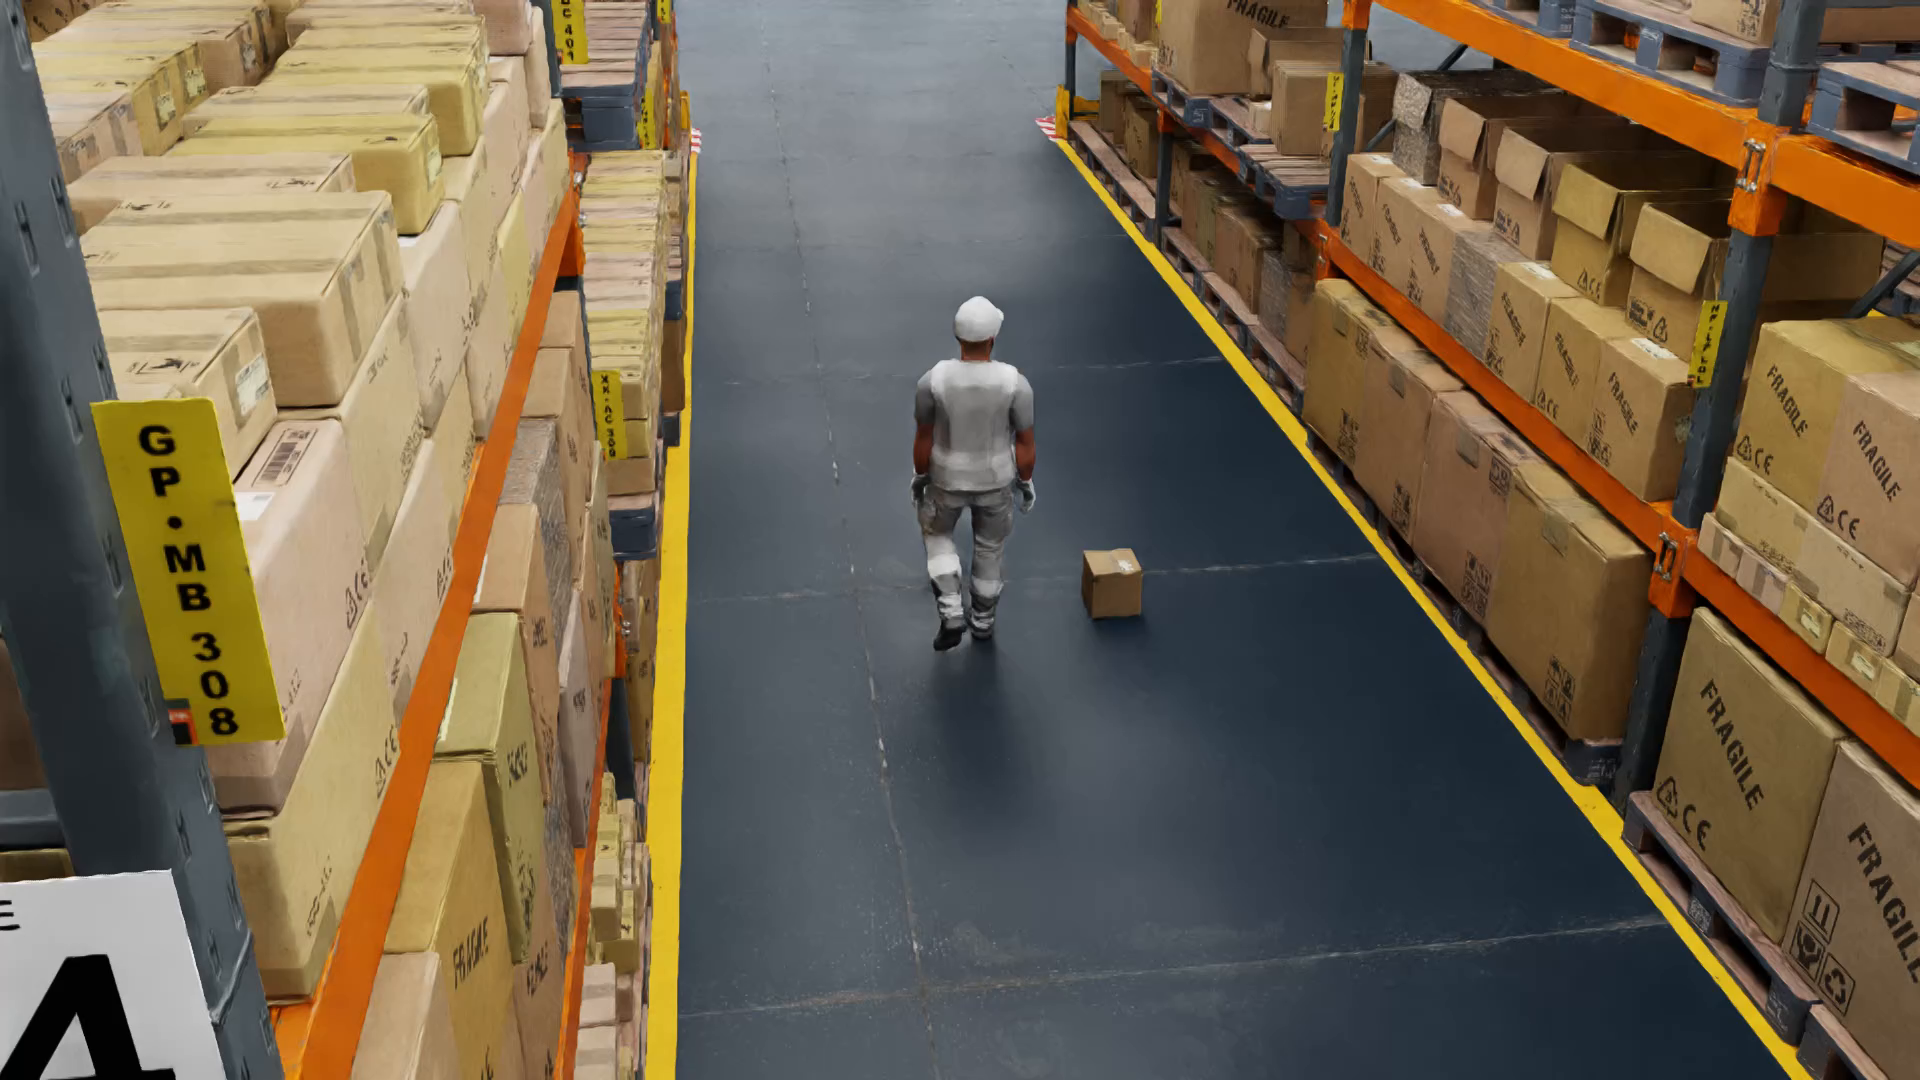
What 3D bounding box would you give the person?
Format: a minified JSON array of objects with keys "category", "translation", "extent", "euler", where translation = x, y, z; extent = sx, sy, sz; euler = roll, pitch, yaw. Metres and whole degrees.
[{"category":"person","translation":[0.056,-0.303,7.675],"extent":[0.584,1.779,0.632],"euler":[0,27,0]}]
